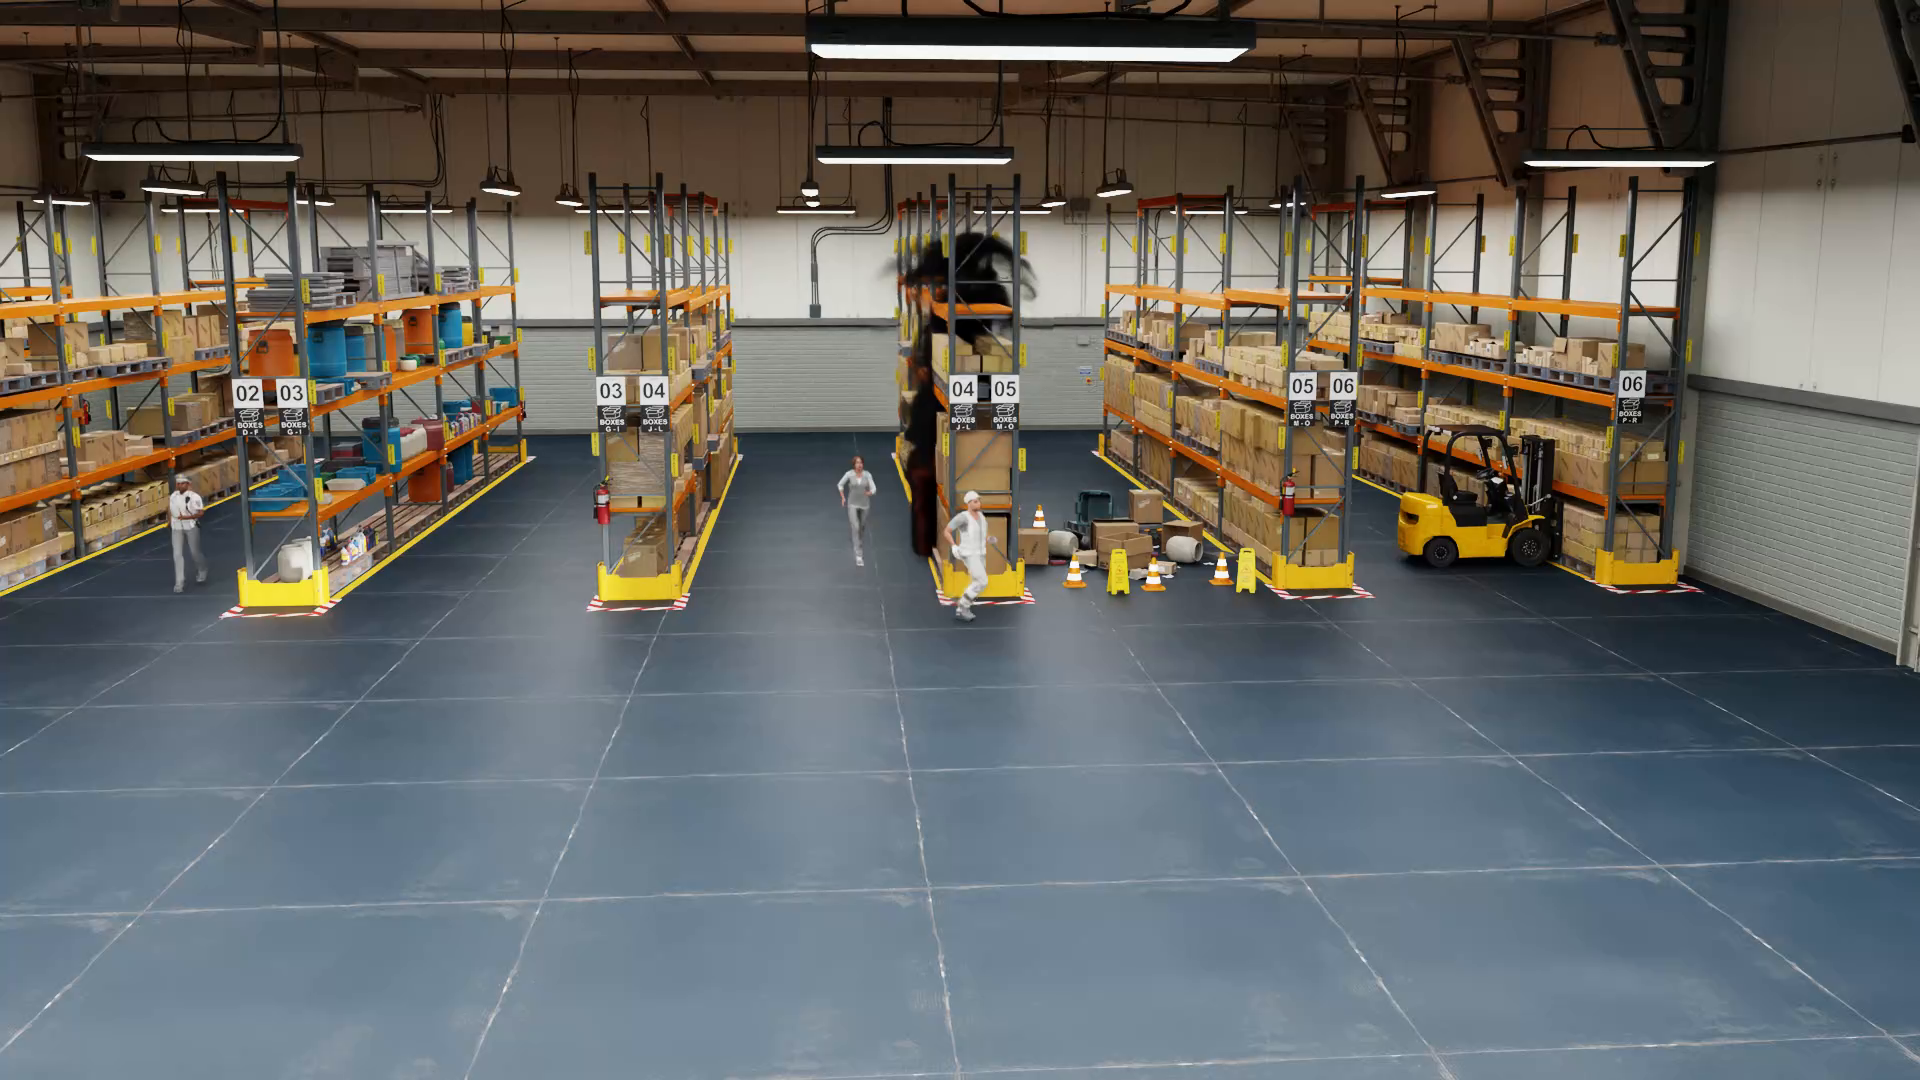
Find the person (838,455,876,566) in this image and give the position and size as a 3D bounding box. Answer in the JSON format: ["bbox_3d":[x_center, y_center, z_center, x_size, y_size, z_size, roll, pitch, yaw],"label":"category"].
[{"bbox_3d":[-1.529,-0.466,24.964,0.541,1.624,0.804,-3,10,-15],"label":"person"}]

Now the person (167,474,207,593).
[{"bbox_3d":[-11.421,-0.144,24.537,0.580,1.706,0.913,-1,10,-6],"label":"person"}]

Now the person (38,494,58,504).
[{"bbox_3d":[-17.716,-1.480,32.111,0.700,1.759,0.881,-3,10,-14],"label":"person"}]

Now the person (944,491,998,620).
[{"bbox_3d":[0.207,0.220,22.308,0.653,1.748,0.646,8,13,37],"label":"person"}]
